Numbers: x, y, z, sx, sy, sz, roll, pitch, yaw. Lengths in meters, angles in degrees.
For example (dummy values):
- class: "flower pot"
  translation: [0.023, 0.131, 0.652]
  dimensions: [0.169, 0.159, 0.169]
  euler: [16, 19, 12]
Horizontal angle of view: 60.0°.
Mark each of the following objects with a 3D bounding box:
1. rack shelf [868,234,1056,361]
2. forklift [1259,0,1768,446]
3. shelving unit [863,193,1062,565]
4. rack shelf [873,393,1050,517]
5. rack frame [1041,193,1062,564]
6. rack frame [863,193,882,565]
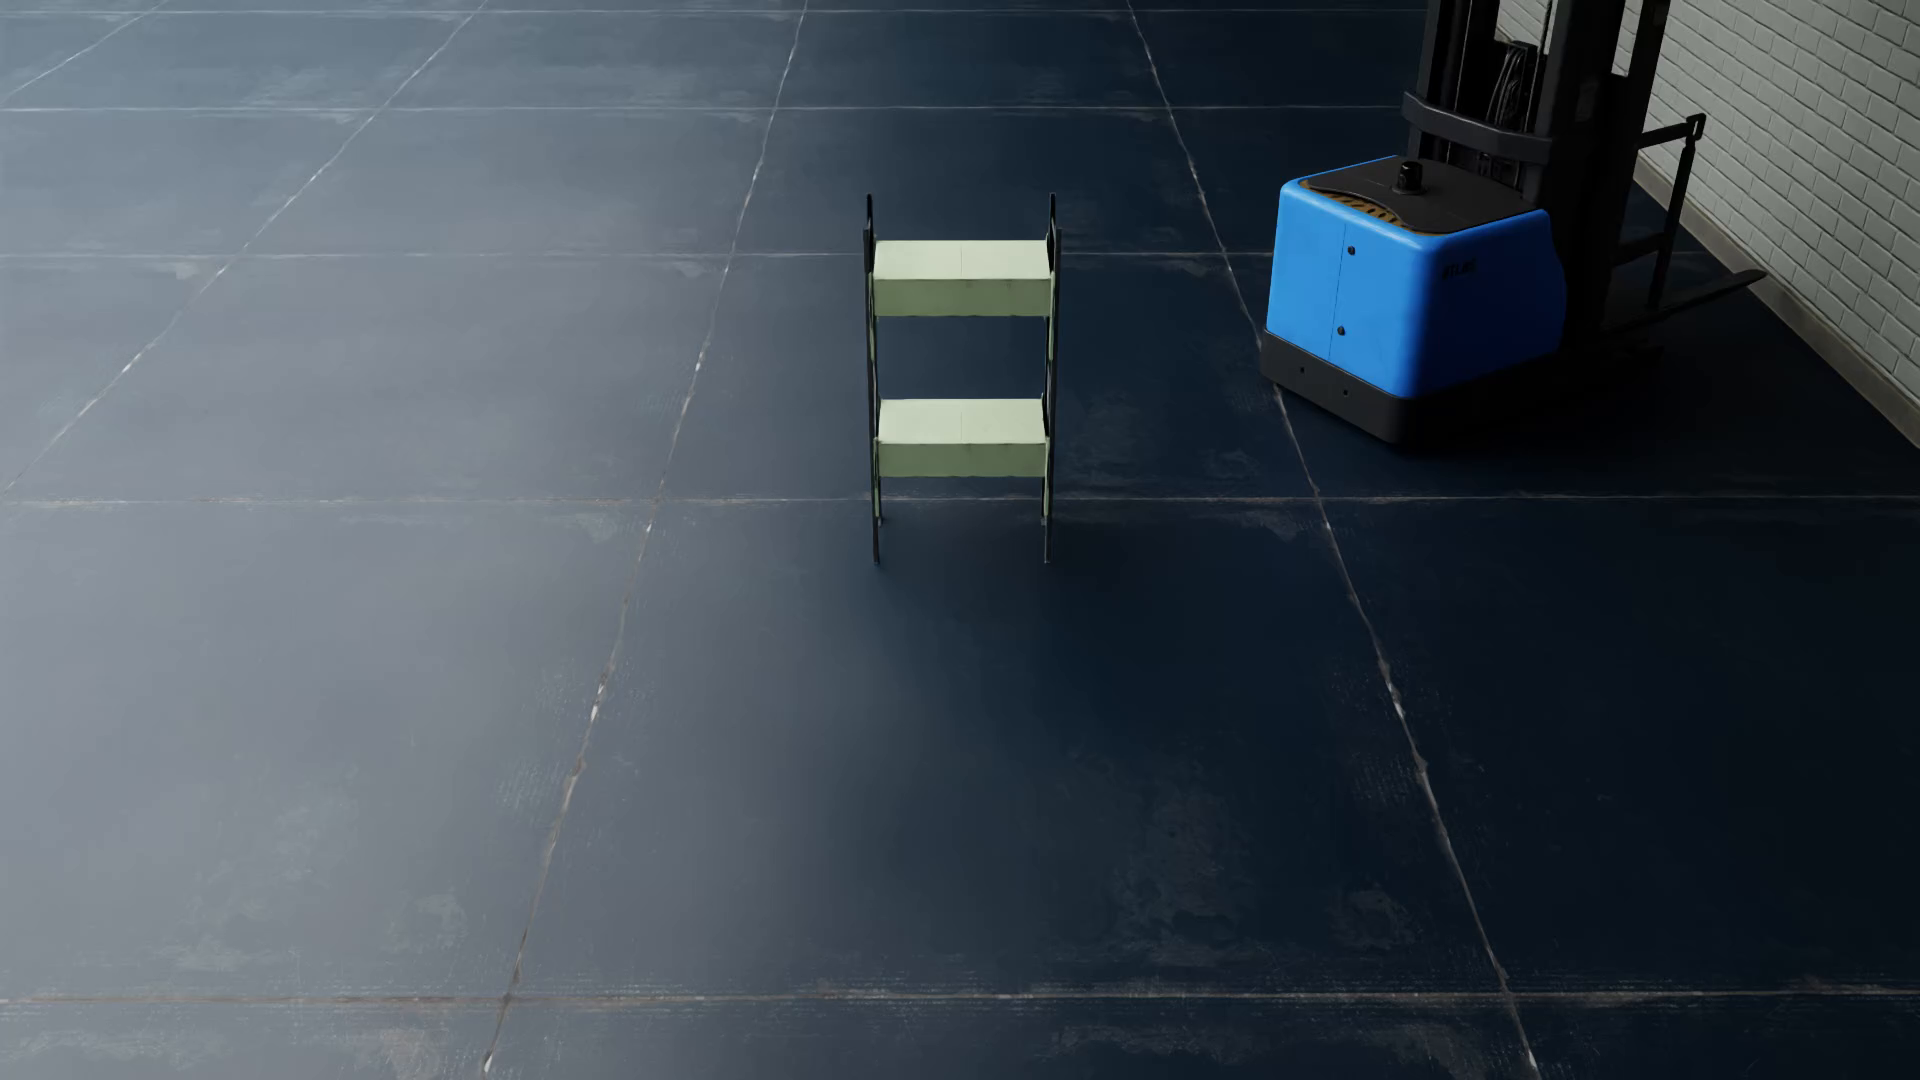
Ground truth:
- class: "rack shelf"
  translation: [0.007, -0.975, 6.659]
  dimensions: [0.720, 0.370, 0.431]
  euler: [0, 31, 0]
- class: "forklift"
  translation: [3.053, -2.272, 8.170]
  dimensions: [3.031, 2.935, 1.130]
  euler: [-18, 36, -28]
- class: "shelving unit"
  translation: [0.007, -0.641, 6.861]
  dimensions: [0.755, 1.500, 0.431]
  euler: [0, 31, 0]
- class: "rack shelf"
  translation: [0.007, -0.363, 7.030]
  dimensions: [0.720, 0.370, 0.431]
  euler: [0, 31, 0]
- class: "rack frame"
  translation: [0.373, -0.642, 6.863]
  dimensions: [0.023, 1.500, 0.400]
  euler: [0, 31, 0]
- class: "rack frame"
  translation: [-0.359, -0.640, 6.859]
  dimensions: [0.023, 1.500, 0.400]
  euler: [0, 31, 0]
